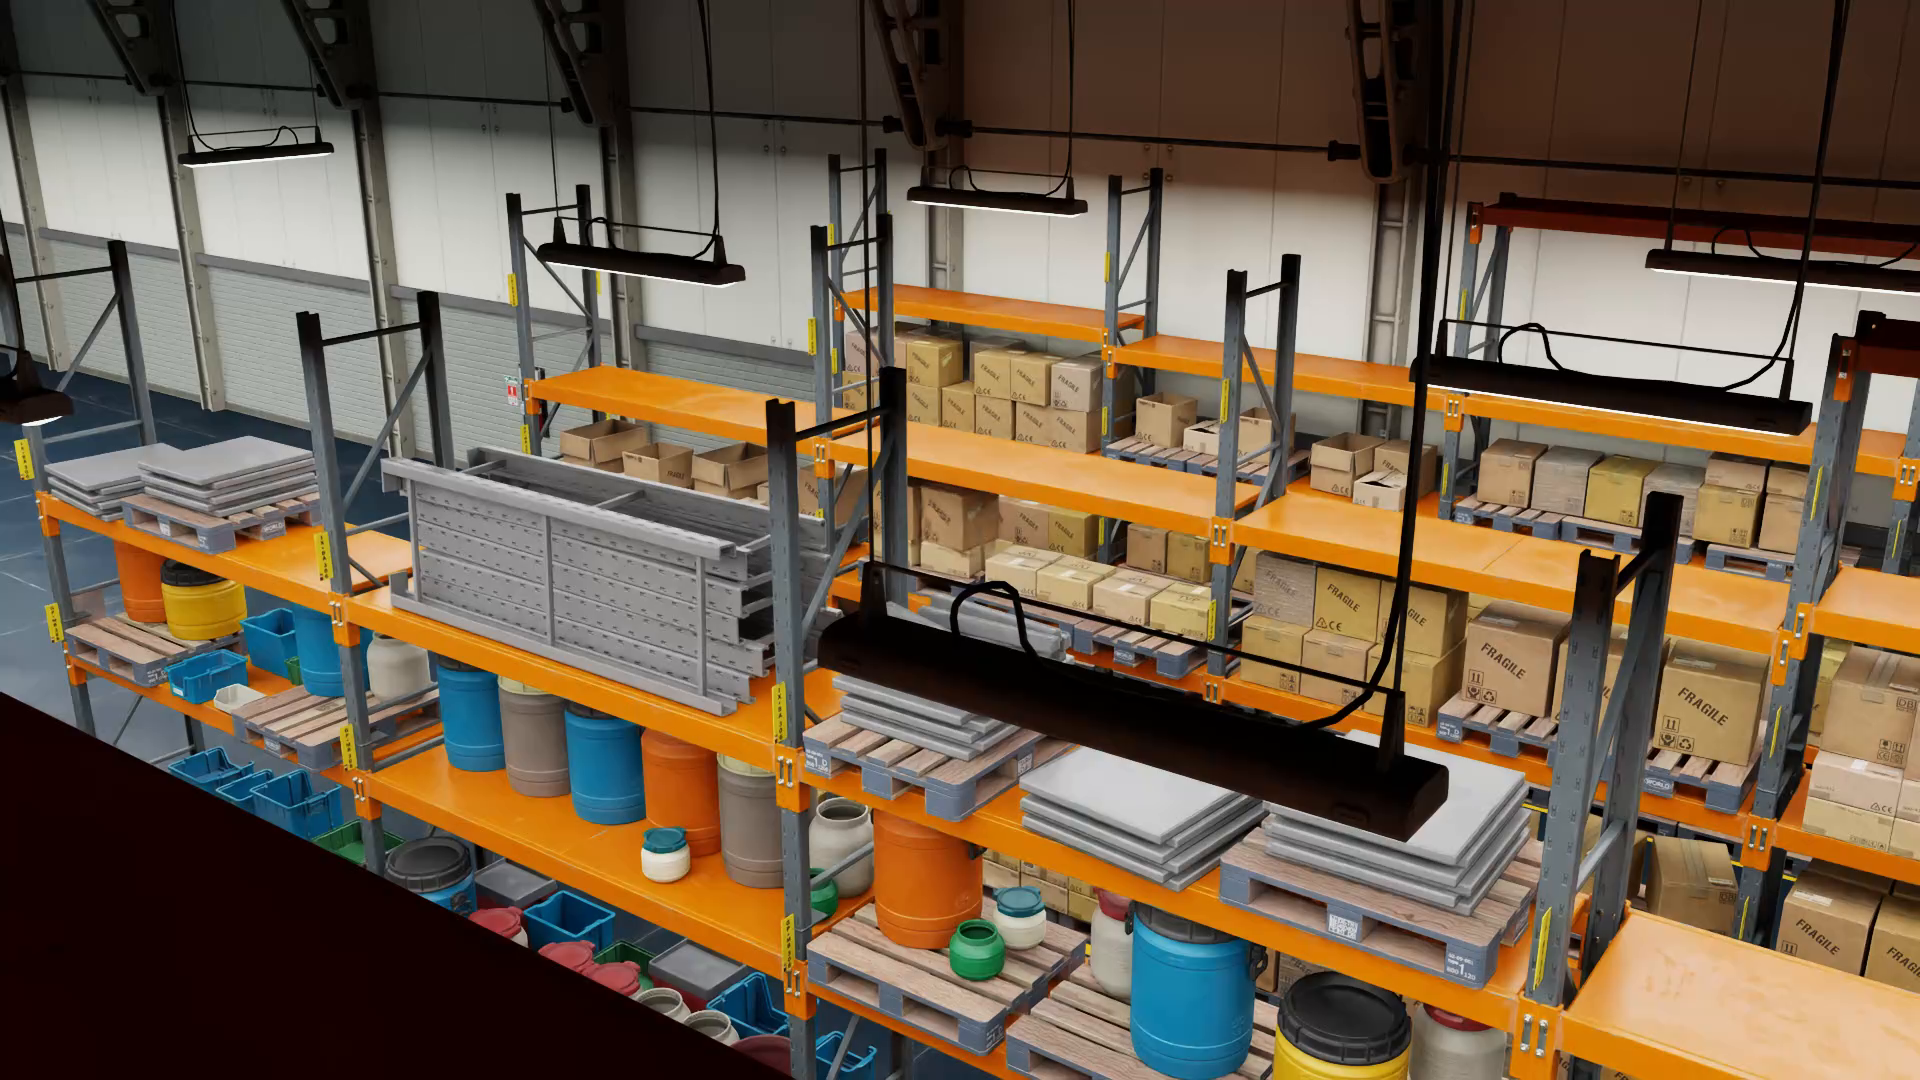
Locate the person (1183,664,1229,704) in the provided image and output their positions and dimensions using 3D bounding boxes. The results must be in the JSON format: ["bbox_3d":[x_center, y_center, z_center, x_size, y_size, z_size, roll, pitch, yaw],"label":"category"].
[{"bbox_3d":[2.476,1.707,17.230,1.129,1.707,0.694,14,23,36],"label":"person"}]
